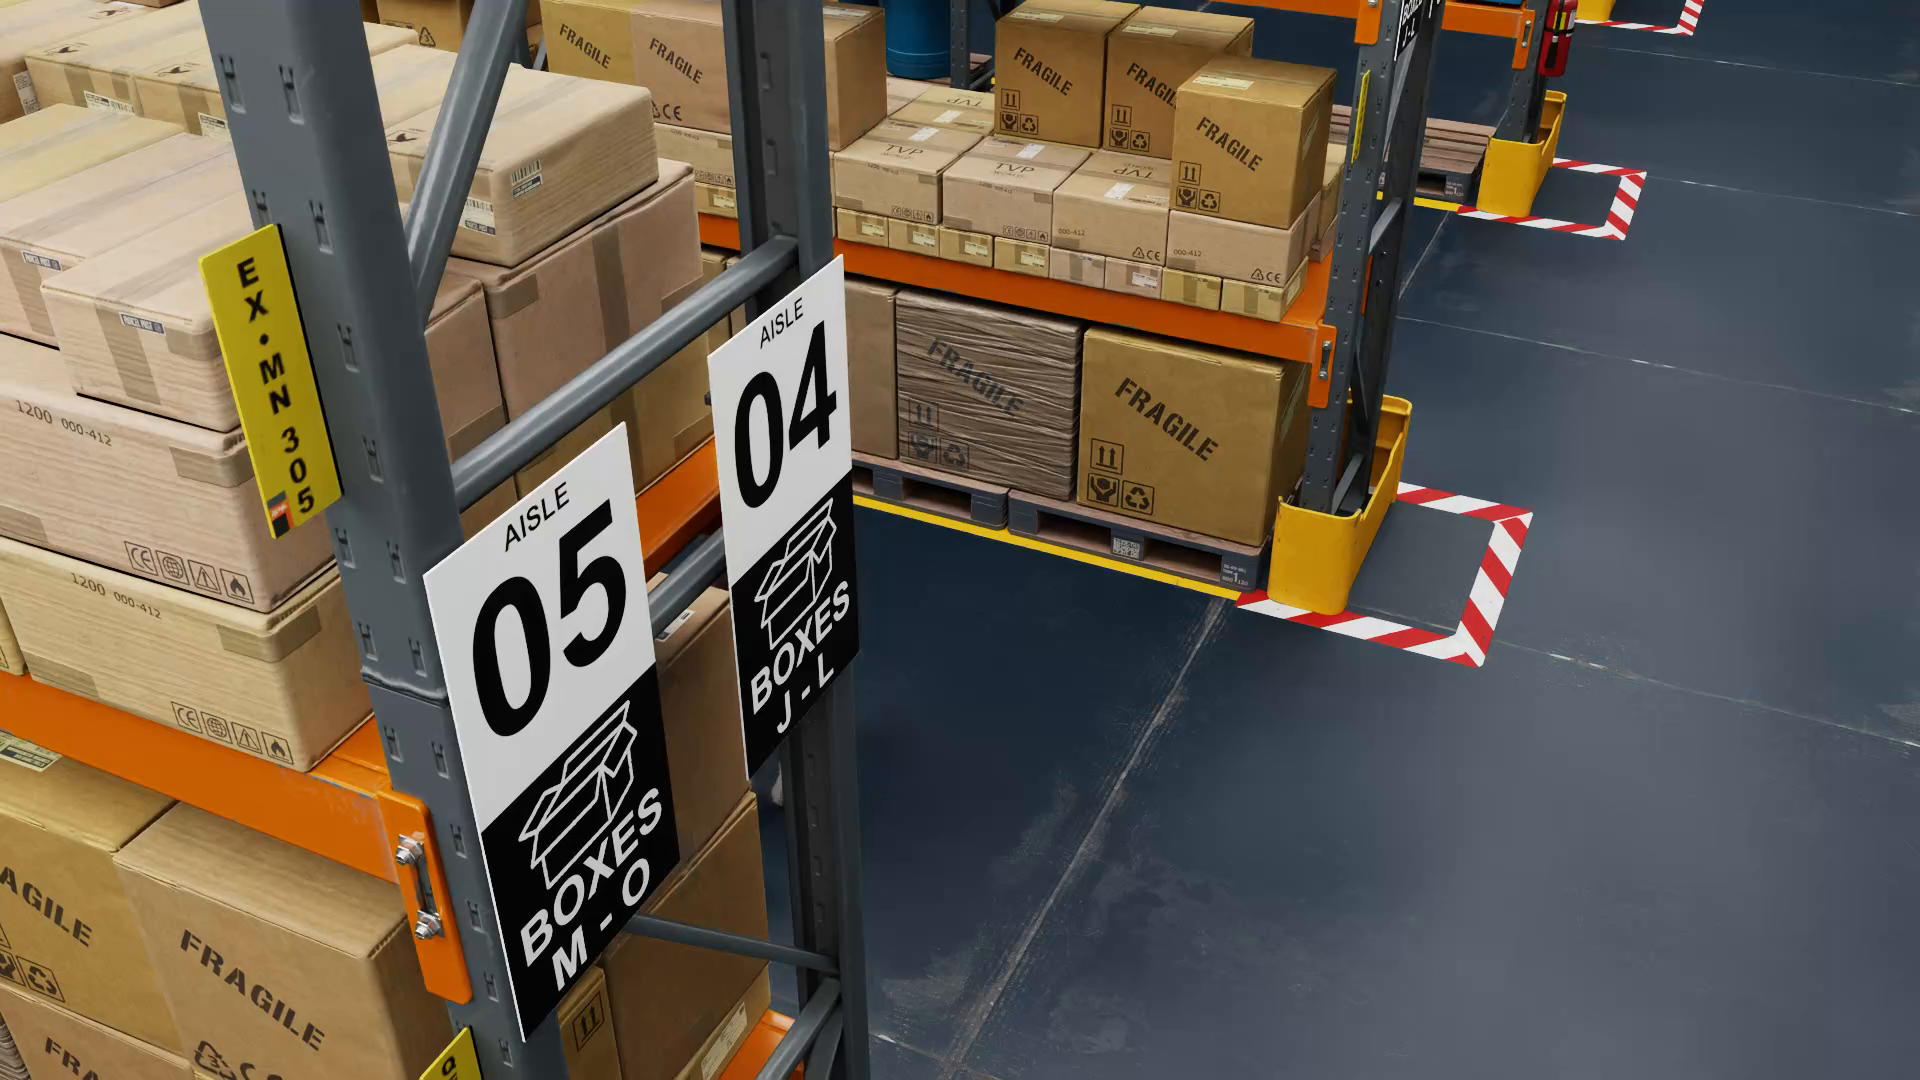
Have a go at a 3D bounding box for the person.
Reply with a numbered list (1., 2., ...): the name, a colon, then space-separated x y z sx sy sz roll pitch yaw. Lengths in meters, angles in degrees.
1. person: -0.711 0.302 5.670 0.596 1.765 0.858 14 36 20
